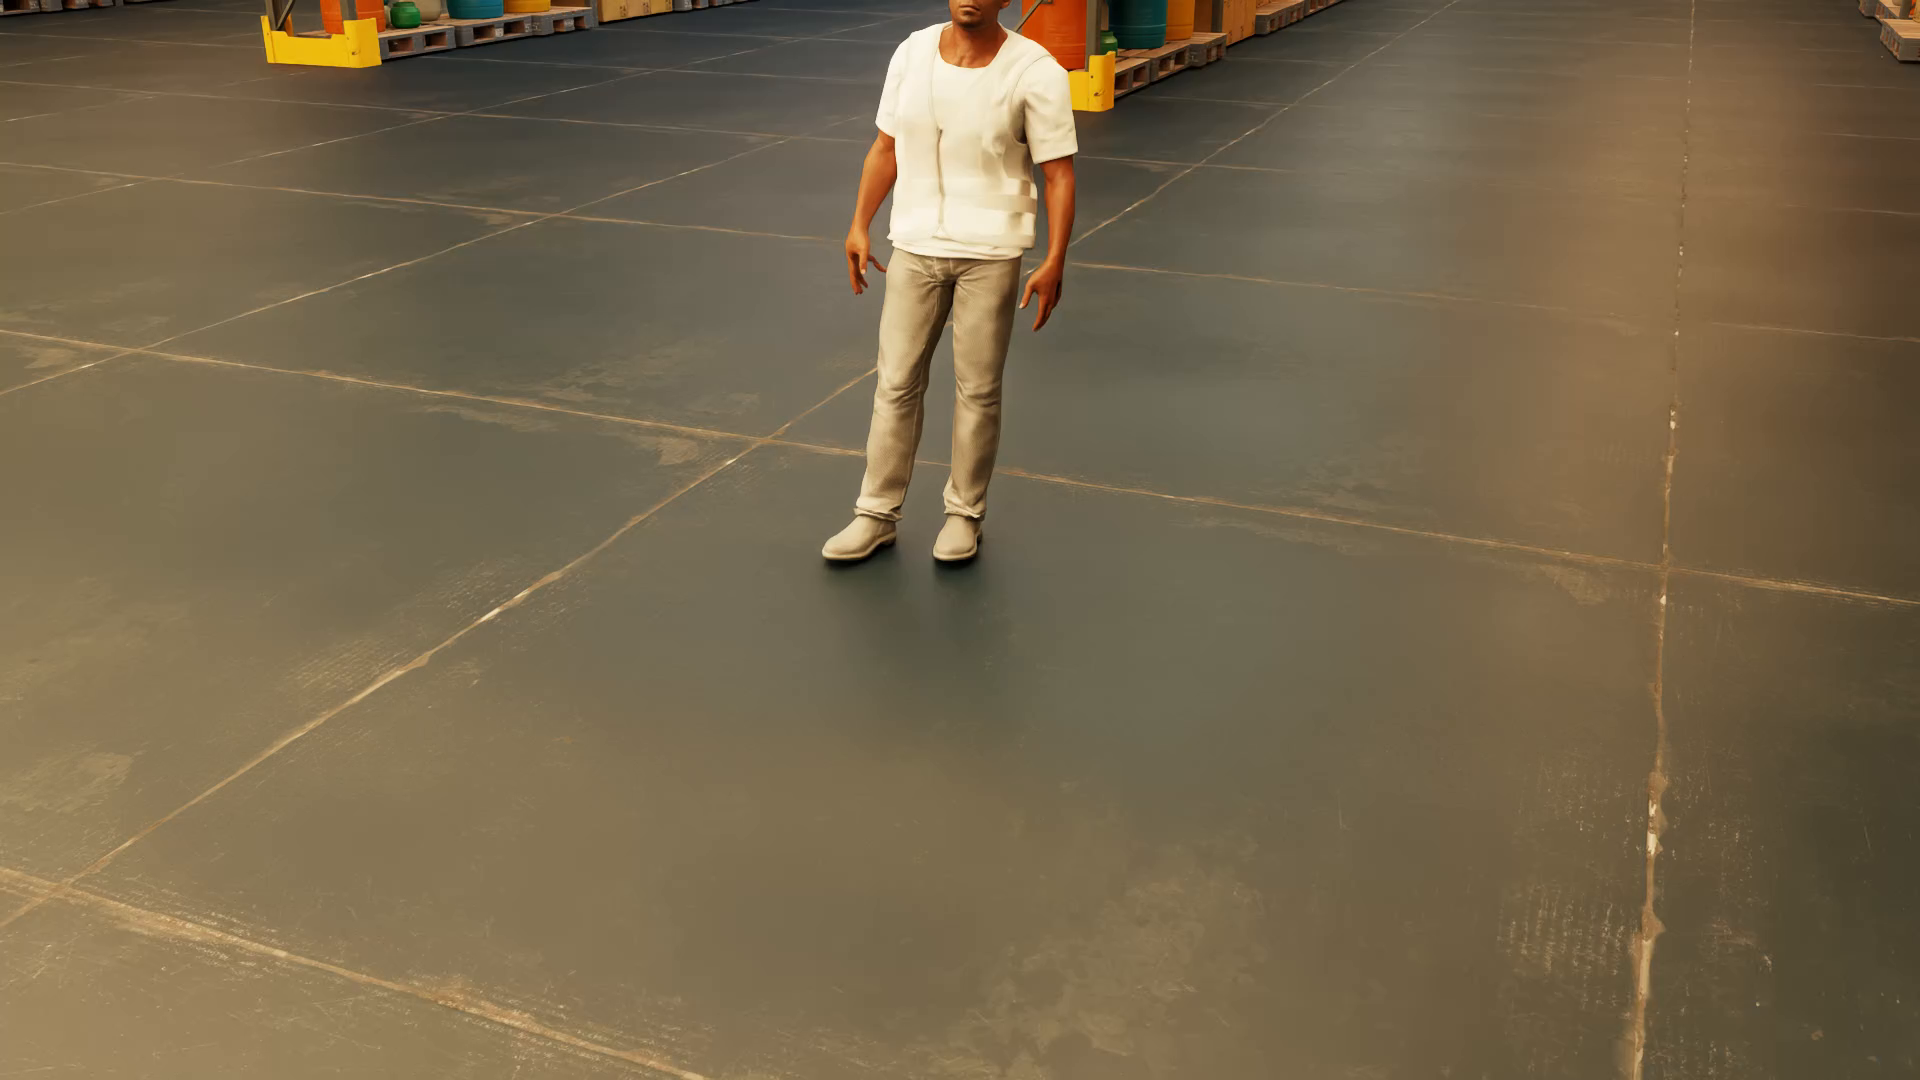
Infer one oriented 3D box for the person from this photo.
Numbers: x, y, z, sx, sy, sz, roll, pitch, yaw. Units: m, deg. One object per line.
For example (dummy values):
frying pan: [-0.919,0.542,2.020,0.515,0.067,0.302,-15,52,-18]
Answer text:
person: [-0.032,-0.798,4.693,0.665,1.765,0.577,9,24,21]
